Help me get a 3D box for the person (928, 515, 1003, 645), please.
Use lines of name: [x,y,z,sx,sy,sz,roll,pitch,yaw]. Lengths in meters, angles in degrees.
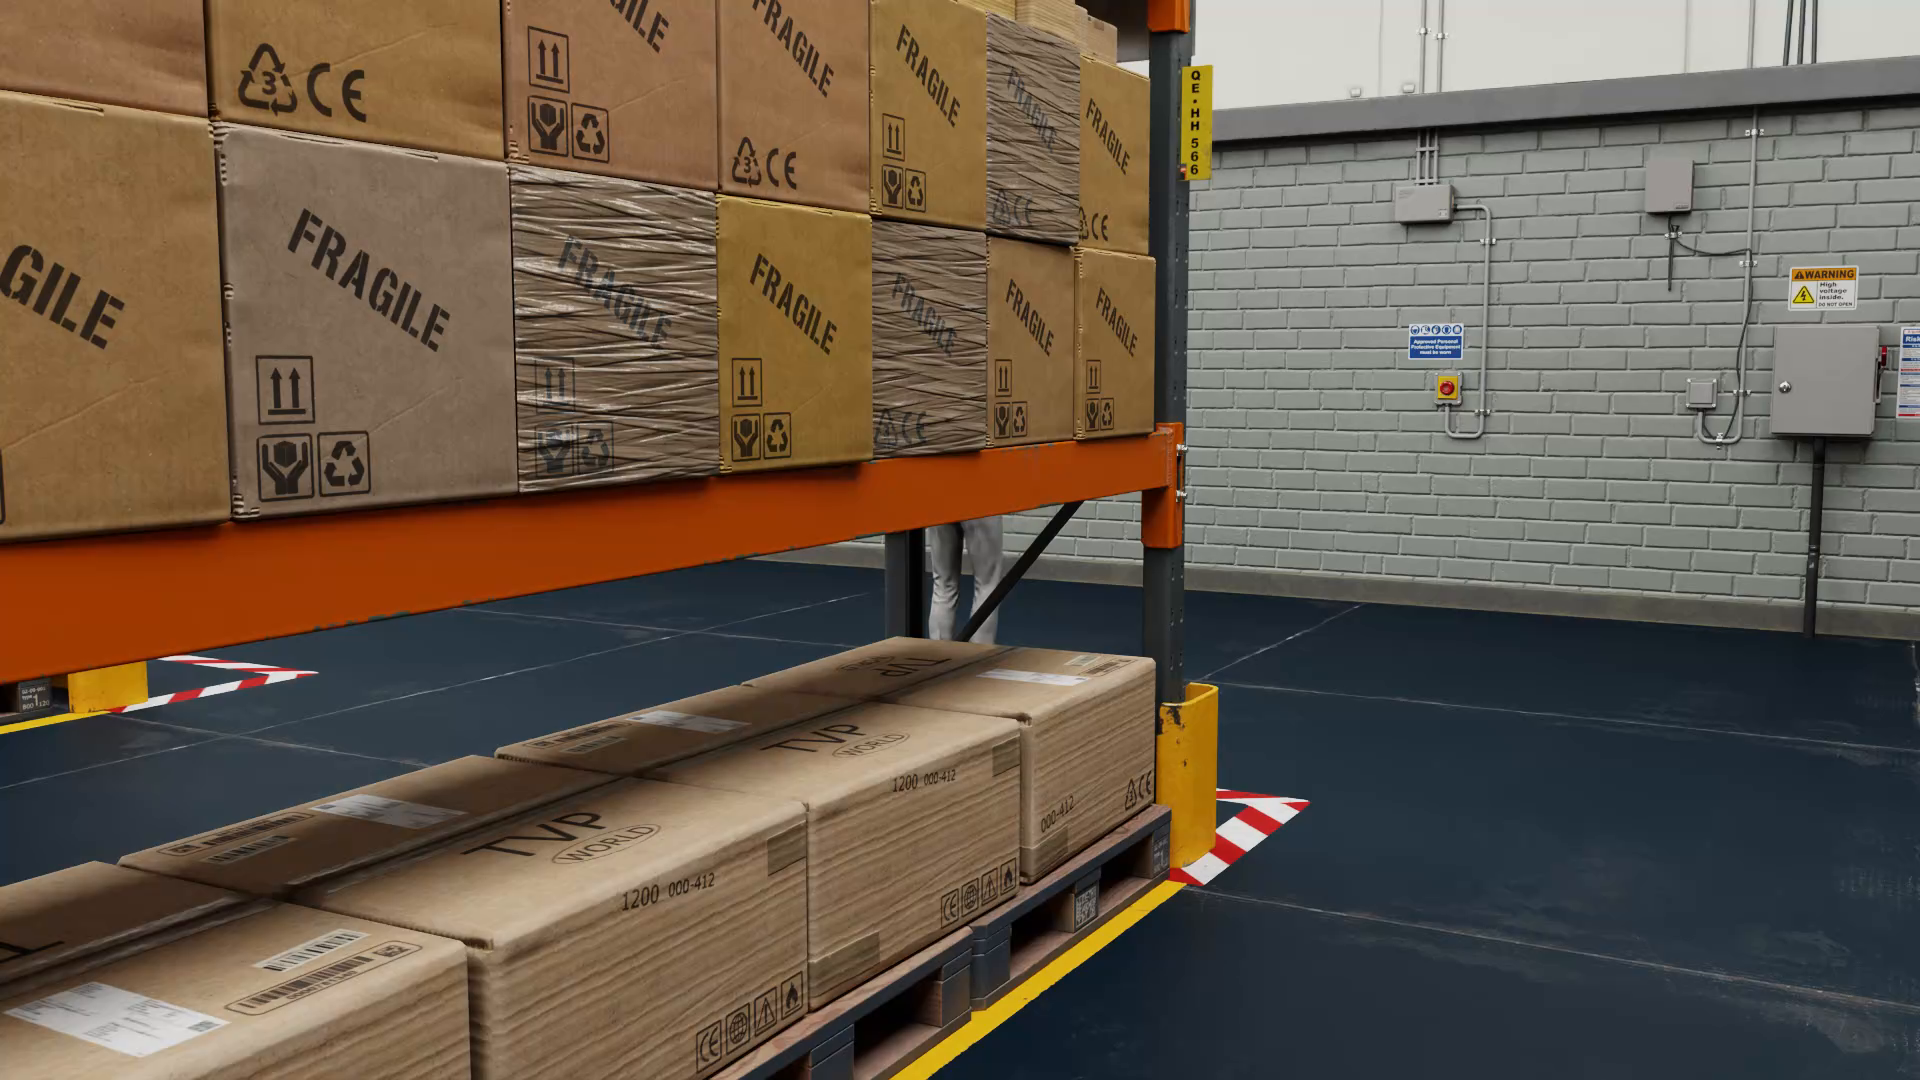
person: [0.062,-0.151,7.717,0.455,1.681,0.547,3,7,30]
